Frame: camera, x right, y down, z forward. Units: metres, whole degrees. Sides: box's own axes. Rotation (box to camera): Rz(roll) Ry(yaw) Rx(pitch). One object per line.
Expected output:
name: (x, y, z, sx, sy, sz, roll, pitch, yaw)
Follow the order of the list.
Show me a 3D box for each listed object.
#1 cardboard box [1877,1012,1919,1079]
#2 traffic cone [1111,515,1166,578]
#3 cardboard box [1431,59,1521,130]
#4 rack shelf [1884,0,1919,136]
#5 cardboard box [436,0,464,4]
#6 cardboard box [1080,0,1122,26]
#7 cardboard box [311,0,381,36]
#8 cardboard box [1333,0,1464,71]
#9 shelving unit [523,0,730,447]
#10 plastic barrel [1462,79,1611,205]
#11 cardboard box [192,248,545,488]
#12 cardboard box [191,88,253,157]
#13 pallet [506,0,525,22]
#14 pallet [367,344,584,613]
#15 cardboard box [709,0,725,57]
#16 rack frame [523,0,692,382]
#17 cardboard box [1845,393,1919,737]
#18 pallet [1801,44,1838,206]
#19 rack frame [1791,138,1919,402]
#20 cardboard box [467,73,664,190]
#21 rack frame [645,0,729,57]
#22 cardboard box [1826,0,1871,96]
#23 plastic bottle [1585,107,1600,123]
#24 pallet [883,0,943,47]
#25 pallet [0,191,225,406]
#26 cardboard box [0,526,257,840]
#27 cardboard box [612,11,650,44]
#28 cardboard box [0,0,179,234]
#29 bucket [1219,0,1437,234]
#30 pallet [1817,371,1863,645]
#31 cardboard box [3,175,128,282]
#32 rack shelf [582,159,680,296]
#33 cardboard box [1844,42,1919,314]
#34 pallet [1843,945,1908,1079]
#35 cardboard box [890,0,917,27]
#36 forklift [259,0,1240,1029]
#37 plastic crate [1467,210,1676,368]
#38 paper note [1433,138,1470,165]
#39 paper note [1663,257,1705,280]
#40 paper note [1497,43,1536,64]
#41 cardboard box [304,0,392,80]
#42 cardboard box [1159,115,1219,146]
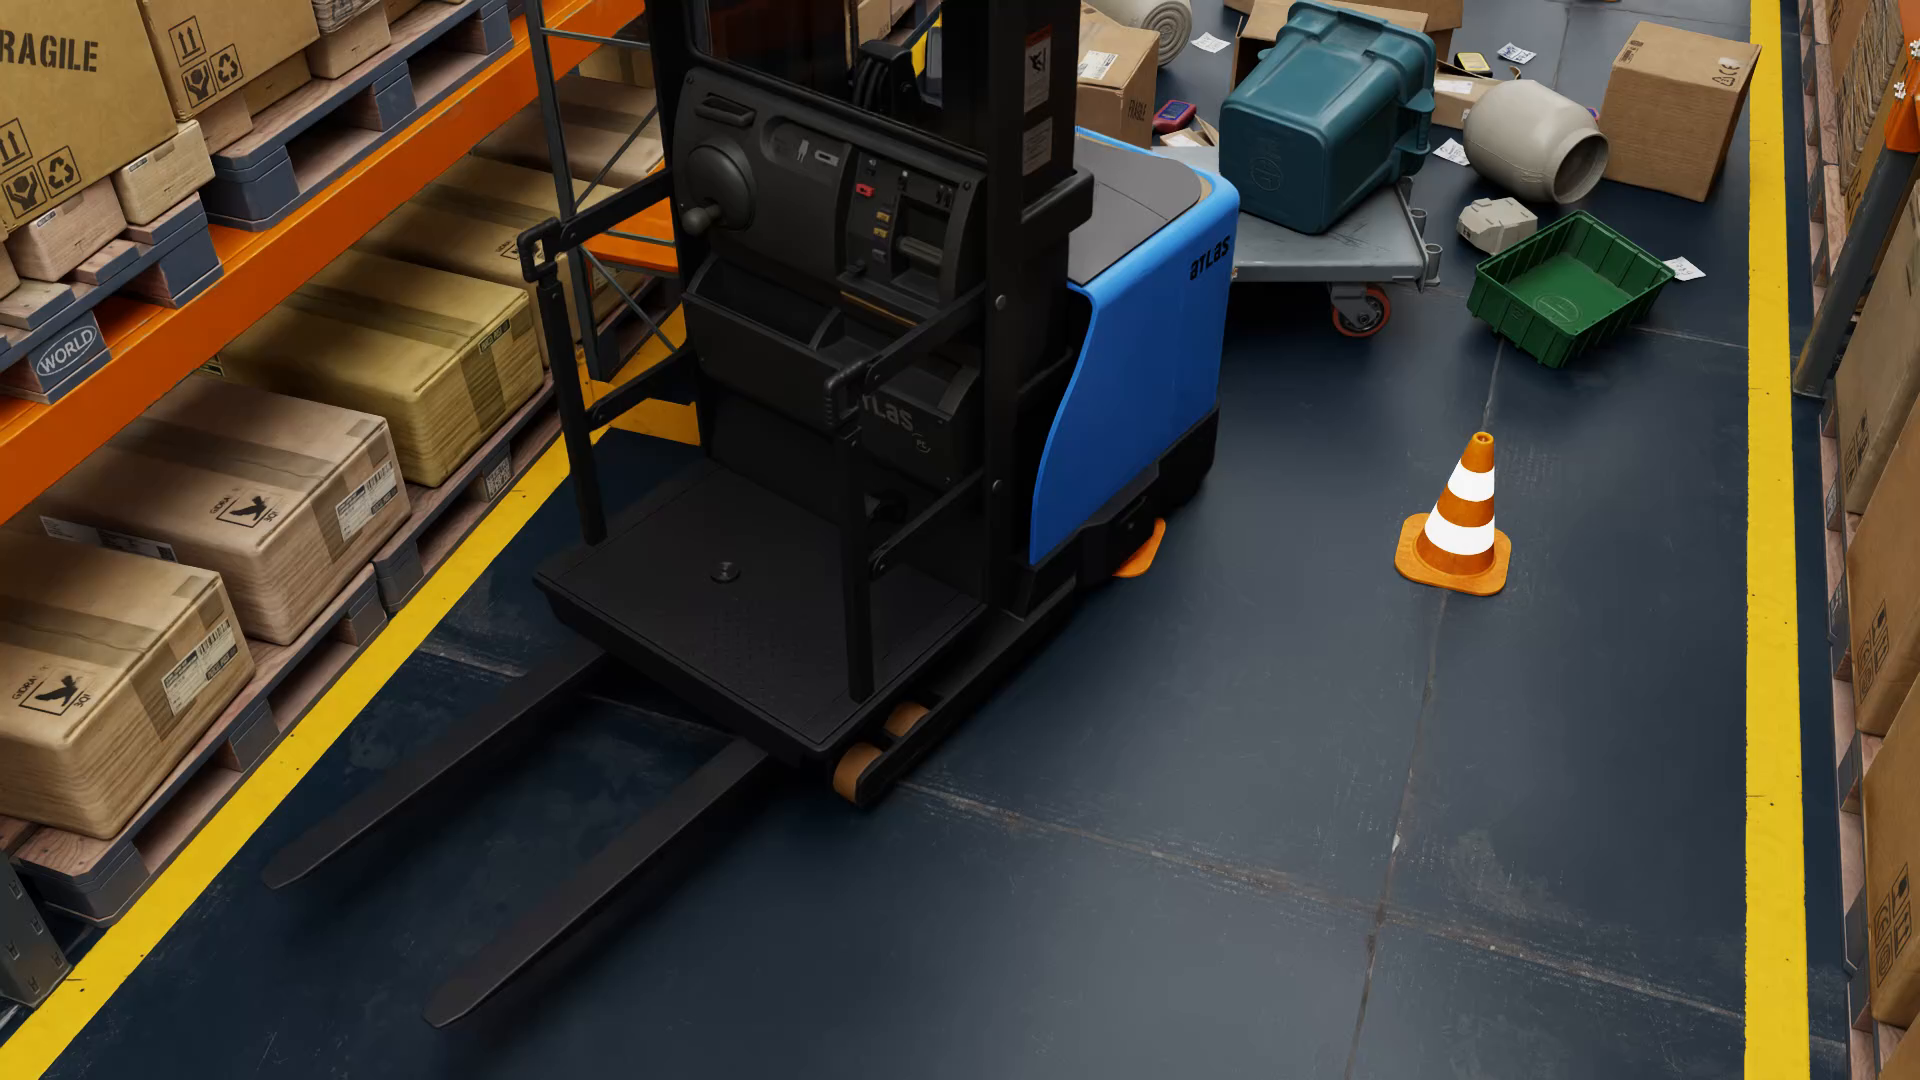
cardboard box: (2.341, 1.208, 2.933, 1.050, 0.750, 0.750, 13, 42, 14)
traffic cone: (0.462, -0.183, 5.108, 0.336, 0.463, 0.334, 13, 42, 15)
cardboard box: (2.273, -1.994, 7.382, 0.396, 0.266, 0.258, 21, 45, 22)
rack shelf: (4.100, -2.523, 6.450, 1.077, 0.370, 4.000, 13, 42, 15)
cardboard box: (-1.549, -1.684, 4.782, 0.380, 0.149, 0.250, 13, 42, 15)
cardboard box: (0.375, -2.015, 7.225, 0.500, 0.500, 0.500, -21, 45, -22)
cardboard box: (-1.741, -1.656, 4.250, 0.500, 0.500, 0.500, 12, 42, 13)
cardboard box: (1.877, -2.470, 7.758, 0.797, 0.503, 0.637, -13, 42, -15)
shelving unit: (-0.851, -1.250, 5.560, 0.587, 1.500, 1.083, 13, 42, 14)
plastic barrel: (2.363, -1.629, 6.833, 0.421, 0.421, 0.512, -21, 45, -22)
cardboard box: (-1.926, -0.589, 5.331, 0.950, 0.372, 0.625, 15, 43, 17)
cardboard box: (-1.964, -1.044, 4.033, 0.380, 0.149, 0.250, 16, 43, 18)
pallet: (-1.668, -2.107, 5.556, 1.003, 0.211, 1.213, 13, 42, 15)
pallet: (-1.950, -0.331, 5.475, 1.003, 0.211, 1.213, 13, 42, 15)
cardboard box: (-0.814, -2.312, 6.867, 0.500, 0.500, 0.500, 15, 43, 17)
rack frame: (-1.015, -0.944, 5.201, 0.500, 1.500, 0.032, 13, 42, 14)
cardboard box: (2.955, 0.106, 4.225, 1.050, 0.750, 0.750, 13, 42, 15)
pallet: (4.166, -1.709, 7.090, 1.003, 0.211, 1.213, 13, 42, 15)
rack frame: (3.416, -1.577, 4.787, 1.000, 3.000, 0.127, 13, 42, 15)
cardboard box: (-1.447, -1.453, 6.343, 0.950, 0.372, 0.625, 14, 42, 16)
rack frame: (-1.270, -2.614, 6.002, 1.000, 3.000, 0.127, 13, 42, 15)
cardboard box: (4.316, -2.402, 7.068, 0.875, 0.875, 0.875, 13, 42, 14)
plastic bottle: (2.695, -1.873, 7.398, 0.283, 0.061, 0.133, 0, 40, 0)
pallet: (-0.658, -2.717, 8.272, 1.003, 0.211, 1.213, 13, 42, 15)
pallet: (-2.494, -0.559, 3.742, 1.213, 0.211, 1.003, 13, 42, 15)
cardboard box: (-2.435, 0.324, 4.261, 0.950, 0.372, 0.625, 11, 42, 12)
cardboard box: (-1.320, -2.433, 7.008, 0.500, 0.500, 0.500, 13, 42, 14)
cardboard box: (-2.095, -1.027, 3.513, 0.500, 0.500, 0.500, 15, 43, 17)
bucket: (1.296, -1.504, 6.053, 0.726, 0.611, 0.620, 29, 58, 29)
pallet: (3.223, -0.028, 5.121, 1.003, 0.211, 1.213, 13, 42, 15)
cardboard box: (-2.087, -0.717, 3.649, 0.380, 0.149, 0.250, 11, 42, 12)
rack shelf: (-0.848, -1.119, 5.683, 0.538, 0.185, 1.000, 13, 42, 14)
cardboard box: (3.697, -1.296, 5.772, 0.875, 0.875, 0.875, 14, 42, 16)
pallet: (2.389, 1.460, 3.376, 1.003, 0.211, 1.213, 13, 42, 15)
cardboard box: (-0.463, -2.679, 7.874, 0.500, 0.250, 0.500, 13, 42, 15)
forklift: (-0.475, -0.778, 3.904, 1.130, 2.935, 3.031, 27, 47, 28)
plastic crate: (2.245, -0.925, 6.146, 0.662, 0.188, 0.450, -29, 58, -29)
paper note: (2.161, -1.679, 7.200, 0.172, 0.023, 0.155, 29, 48, 29)
paper note: (2.795, -1.058, 6.467, 0.147, 0.020, 0.142, -13, 42, -15)
paper note: (2.667, -2.332, 7.961, 0.144, 0.017, 0.142, 29, 48, 29)
cardboard box: (-1.753, -1.370, 4.415, 0.380, 0.149, 0.250, 15, 43, 16)
cardboard box: (1.026, -1.594, 6.914, 0.258, 0.266, 0.396, -13, 42, -15)
